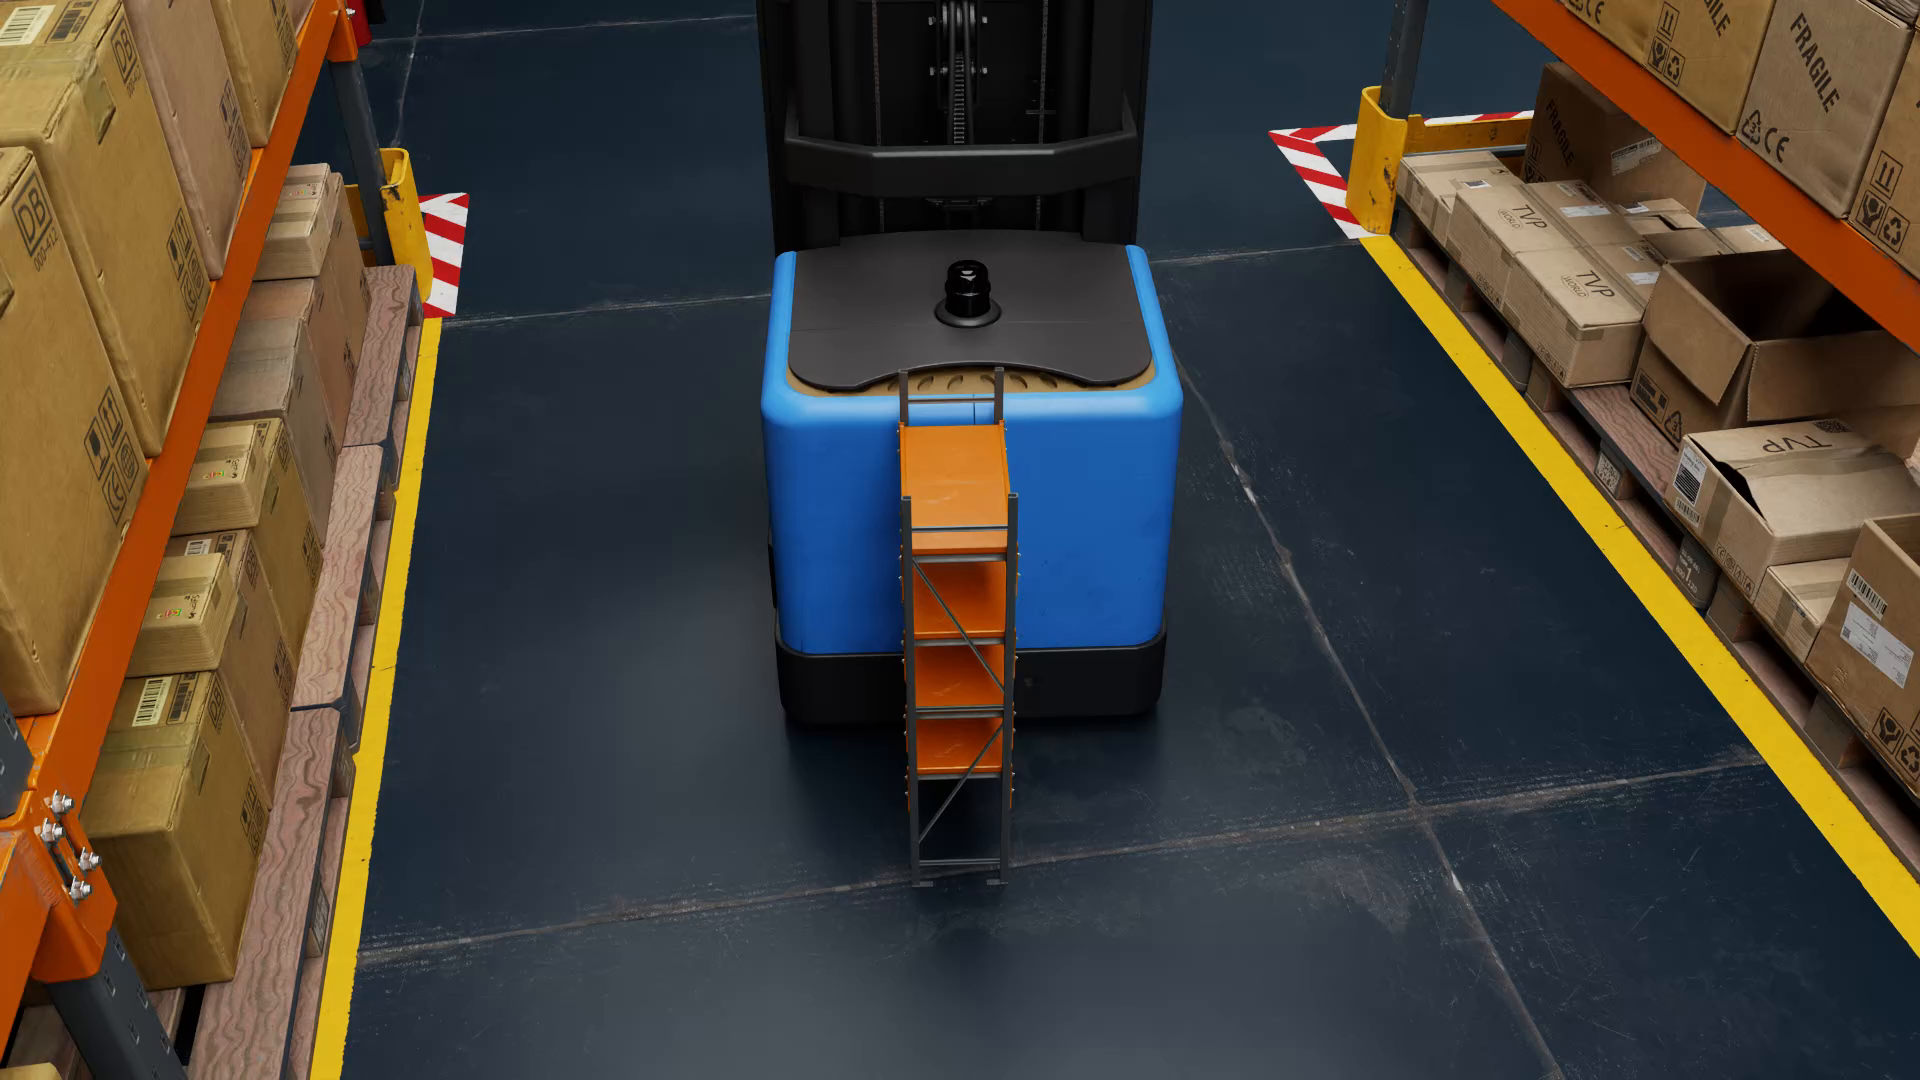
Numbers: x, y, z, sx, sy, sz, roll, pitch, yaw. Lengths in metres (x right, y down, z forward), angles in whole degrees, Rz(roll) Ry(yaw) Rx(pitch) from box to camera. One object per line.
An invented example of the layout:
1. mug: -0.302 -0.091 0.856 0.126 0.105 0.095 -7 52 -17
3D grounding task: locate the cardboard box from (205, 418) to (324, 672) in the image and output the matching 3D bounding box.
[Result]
1. cardboard box: -2.154 0.044 4.443 0.700 0.500 0.500 -5 38 -7

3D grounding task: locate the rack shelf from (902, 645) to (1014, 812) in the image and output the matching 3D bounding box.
1. rack shelf: -0.010 0.445 4.133 0.258 0.148 0.480 -1 38 -2

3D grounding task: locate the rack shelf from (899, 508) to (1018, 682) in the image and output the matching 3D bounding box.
1. rack shelf: -0.010 0.111 3.874 0.258 0.148 0.480 -1 38 -2

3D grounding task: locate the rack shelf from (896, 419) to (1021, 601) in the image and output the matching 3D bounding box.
1. rack shelf: -0.010 -0.075 3.729 0.258 0.148 0.480 -1 38 -2

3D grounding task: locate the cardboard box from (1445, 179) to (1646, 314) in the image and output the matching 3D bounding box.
1. cardboard box: 2.127 -1.078 6.076 0.500 0.250 0.500 -6 38 -8

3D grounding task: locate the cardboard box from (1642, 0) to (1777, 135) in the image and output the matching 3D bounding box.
1. cardboard box: 2.309 -1.478 4.626 0.500 0.500 0.500 -6 38 -7

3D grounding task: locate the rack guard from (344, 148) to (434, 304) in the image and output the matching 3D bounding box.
1. rack guard: -2.657 -1.144 6.315 1.175 0.500 0.348 -6 38 -8

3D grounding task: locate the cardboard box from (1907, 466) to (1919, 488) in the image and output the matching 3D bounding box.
1. cardboard box: 2.903 -0.089 4.870 0.380 0.166 0.250 -6 38 -8

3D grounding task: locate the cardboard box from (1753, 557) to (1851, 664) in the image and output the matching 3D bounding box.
1. cardboard box: 2.421 0.183 4.535 0.380 0.149 0.250 -6 38 -8

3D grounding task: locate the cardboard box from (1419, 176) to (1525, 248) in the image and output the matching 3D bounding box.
1. cardboard box: 2.003 -1.266 6.385 0.380 0.166 0.250 -6 38 -8

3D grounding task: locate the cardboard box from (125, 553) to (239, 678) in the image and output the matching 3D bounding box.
1. cardboard box: -1.862 0.175 3.746 0.380 0.149 0.250 -5 38 -6

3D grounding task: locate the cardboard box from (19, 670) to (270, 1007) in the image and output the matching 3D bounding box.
1. cardboard box: -1.982 0.658 3.653 0.700 0.500 0.500 -6 38 -7

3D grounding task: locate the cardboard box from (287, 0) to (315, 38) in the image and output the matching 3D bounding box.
1. cardboard box: -2.553 -1.928 5.042 0.980 0.700 0.700 -5 38 -6

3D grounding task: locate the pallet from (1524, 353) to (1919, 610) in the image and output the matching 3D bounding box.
1. pallet: 2.588 -0.288 5.448 1.003 0.211 1.213 -6 38 -8

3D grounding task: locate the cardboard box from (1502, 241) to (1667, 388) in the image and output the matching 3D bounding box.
1. cardboard box: 2.215 -0.776 5.687 0.500 0.250 0.500 -6 38 -8

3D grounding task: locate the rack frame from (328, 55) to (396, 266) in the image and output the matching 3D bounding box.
1. rack frame: -2.653 -2.116 5.529 1.000 3.000 0.127 -6 38 -8

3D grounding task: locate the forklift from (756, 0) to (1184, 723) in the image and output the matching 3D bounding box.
1. forklift: -0.025 -1.543 4.847 1.130 2.935 3.031 -1 38 -2

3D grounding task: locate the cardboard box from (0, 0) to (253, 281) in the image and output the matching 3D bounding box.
1. cardboard box: -2.290 -1.028 3.884 0.980 0.700 0.700 -8 39 -10

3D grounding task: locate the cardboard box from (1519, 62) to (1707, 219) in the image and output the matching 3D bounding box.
1. cardboard box: 2.561 -1.536 6.461 0.500 0.500 0.500 -6 38 -8

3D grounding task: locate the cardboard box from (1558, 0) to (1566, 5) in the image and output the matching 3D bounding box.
1. cardboard box: 2.137 -2.084 5.405 0.500 0.500 0.500 -7 38 -8

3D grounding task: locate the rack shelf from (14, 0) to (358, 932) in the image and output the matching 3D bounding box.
1. rack shelf: -2.302 -0.624 4.195 1.077 0.370 4.000 -6 38 -8

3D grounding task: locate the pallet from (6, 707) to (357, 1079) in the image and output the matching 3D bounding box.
1. pallet: -2.008 0.933 3.877 1.003 0.211 1.213 -6 38 -8

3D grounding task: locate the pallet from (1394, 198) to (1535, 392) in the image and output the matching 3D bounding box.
1. pallet: 2.378 -1.023 6.395 1.003 0.211 1.213 -6 38 -8

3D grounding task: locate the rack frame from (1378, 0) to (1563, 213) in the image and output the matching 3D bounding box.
1. rack frame: 2.224 -2.652 6.218 1.000 3.000 0.127 -6 38 -8

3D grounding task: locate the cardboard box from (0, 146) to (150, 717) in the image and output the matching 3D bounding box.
1. cardboard box: -2.030 -0.148 2.751 0.980 0.700 0.700 -6 38 -7

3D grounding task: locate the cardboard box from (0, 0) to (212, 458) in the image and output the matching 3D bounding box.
1. cardboard box: -2.153 -0.590 3.320 0.980 0.700 0.700 -7 38 -9

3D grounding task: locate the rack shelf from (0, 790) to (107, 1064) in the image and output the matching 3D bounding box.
1. rack shelf: -1.601 1.792 1.085 1.077 0.370 4.000 -6 38 -8

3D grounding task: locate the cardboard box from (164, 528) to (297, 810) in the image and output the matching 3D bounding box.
1. cardboard box: -2.066 0.354 4.044 0.700 0.500 0.500 -7 38 -8

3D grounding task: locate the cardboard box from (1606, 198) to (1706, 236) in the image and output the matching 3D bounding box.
1. cardboard box: 2.544 -1.150 6.236 0.380 0.166 0.250 -6 38 -8

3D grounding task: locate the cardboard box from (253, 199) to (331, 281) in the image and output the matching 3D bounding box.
1. cardboard box: -2.184 -0.927 5.165 0.380 0.149 0.250 -5 38 -7

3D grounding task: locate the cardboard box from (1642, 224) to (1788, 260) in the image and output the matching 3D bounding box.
1. cardboard box: 2.698 -0.860 5.795 0.500 0.250 0.500 -6 38 -8

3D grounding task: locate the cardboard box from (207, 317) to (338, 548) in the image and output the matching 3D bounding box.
1. cardboard box: -2.255 -0.277 4.857 0.700 0.500 0.500 -7 38 -9

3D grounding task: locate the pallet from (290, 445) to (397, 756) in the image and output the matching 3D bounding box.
1. pallet: -2.225 0.195 4.827 1.003 0.211 1.213 -6 38 -8

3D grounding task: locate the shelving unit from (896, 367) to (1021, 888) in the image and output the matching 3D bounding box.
1. shelving unit: -0.010 0.235 3.970 0.258 1.200 0.503 -1 38 -2

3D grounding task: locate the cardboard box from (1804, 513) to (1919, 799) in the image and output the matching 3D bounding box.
1. cardboard box: 2.546 0.264 4.144 0.500 0.500 0.500 -6 38 -8

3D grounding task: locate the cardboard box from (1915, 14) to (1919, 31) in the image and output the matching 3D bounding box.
1. cardboard box: 2.489 -1.257 3.526 0.500 0.500 0.500 -7 38 -9

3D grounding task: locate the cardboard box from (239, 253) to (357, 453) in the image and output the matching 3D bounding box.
1. cardboard box: -2.344 -0.581 5.248 0.700 0.500 0.500 -6 38 -8

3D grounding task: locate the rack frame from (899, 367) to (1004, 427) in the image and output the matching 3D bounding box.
1. rack frame: -0.020 0.085 4.162 0.240 1.200 0.015 -1 38 -2

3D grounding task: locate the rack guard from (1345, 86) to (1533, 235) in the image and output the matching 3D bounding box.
1. rack guard: 2.237 -1.618 6.926 1.175 0.500 0.348 -6 38 -8

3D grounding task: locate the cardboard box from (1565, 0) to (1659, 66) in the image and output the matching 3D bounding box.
1. cardboard box: 2.223 -1.780 5.015 0.500 0.500 0.500 -6 38 -8

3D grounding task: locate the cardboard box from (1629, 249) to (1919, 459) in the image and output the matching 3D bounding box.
1. cardboard box: 2.590 -0.558 5.199 0.797 0.503 0.637 -6 38 -8

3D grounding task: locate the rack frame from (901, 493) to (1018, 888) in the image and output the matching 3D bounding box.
1. rack frame: 0.000 0.384 3.777 0.240 1.200 0.015 -1 38 -2

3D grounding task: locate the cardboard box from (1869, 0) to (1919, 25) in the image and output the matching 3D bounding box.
1. cardboard box: 2.401 -1.561 3.918 0.500 0.500 0.500 -6 38 -8

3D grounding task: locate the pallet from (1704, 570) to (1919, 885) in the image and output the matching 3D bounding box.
1. pallet: 2.805 0.451 4.498 1.003 0.211 1.213 -6 38 -8

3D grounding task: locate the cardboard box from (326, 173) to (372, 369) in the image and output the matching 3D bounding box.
1. cardboard box: -2.431 -0.883 5.637 0.700 0.500 0.500 -6 38 -8

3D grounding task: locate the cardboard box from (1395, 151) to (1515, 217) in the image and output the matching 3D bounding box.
1. cardboard box: 1.959 -1.410 6.585 0.380 0.149 0.250 -6 38 -8

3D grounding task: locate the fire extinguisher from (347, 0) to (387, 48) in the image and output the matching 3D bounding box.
1. fire extinguisher: -2.225 -2.079 5.849 0.296 0.674 0.183 -6 38 -8

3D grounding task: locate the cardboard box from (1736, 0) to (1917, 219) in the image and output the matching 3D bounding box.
1. cardboard box: 2.401 -1.171 4.230 0.500 0.500 0.500 -5 38 -7

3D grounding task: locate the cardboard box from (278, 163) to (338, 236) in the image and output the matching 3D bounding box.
1. cardboard box: -2.230 -1.081 5.363 0.380 0.149 0.250 -7 38 -8

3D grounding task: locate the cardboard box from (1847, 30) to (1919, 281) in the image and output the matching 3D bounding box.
1. cardboard box: 2.493 -0.861 3.831 0.500 0.500 0.500 -5 38 -7

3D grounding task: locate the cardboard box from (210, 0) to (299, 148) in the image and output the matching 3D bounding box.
1. cardboard box: -2.415 -1.490 4.478 0.980 0.700 0.700 -7 38 -8

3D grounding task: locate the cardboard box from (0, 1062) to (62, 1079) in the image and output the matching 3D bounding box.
1. cardboard box: -1.709 1.361 2.463 0.750 0.750 0.750 -6 38 -7

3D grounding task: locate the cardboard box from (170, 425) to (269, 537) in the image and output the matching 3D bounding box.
1. cardboard box: -1.954 -0.140 4.151 0.380 0.149 0.250 -7 38 -9

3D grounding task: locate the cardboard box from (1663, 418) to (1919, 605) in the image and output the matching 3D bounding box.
1. cardboard box: 2.414 -0.114 4.785 0.500 0.311 0.500 -6 38 -8

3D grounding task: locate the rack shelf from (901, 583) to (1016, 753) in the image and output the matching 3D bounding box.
1. rack shelf: -0.010 0.288 4.011 0.258 0.148 0.480 -1 38 -2

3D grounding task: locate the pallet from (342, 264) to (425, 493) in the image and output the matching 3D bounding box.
1. pallet: -2.435 -0.541 5.774 1.003 0.211 1.213 -6 38 -8
